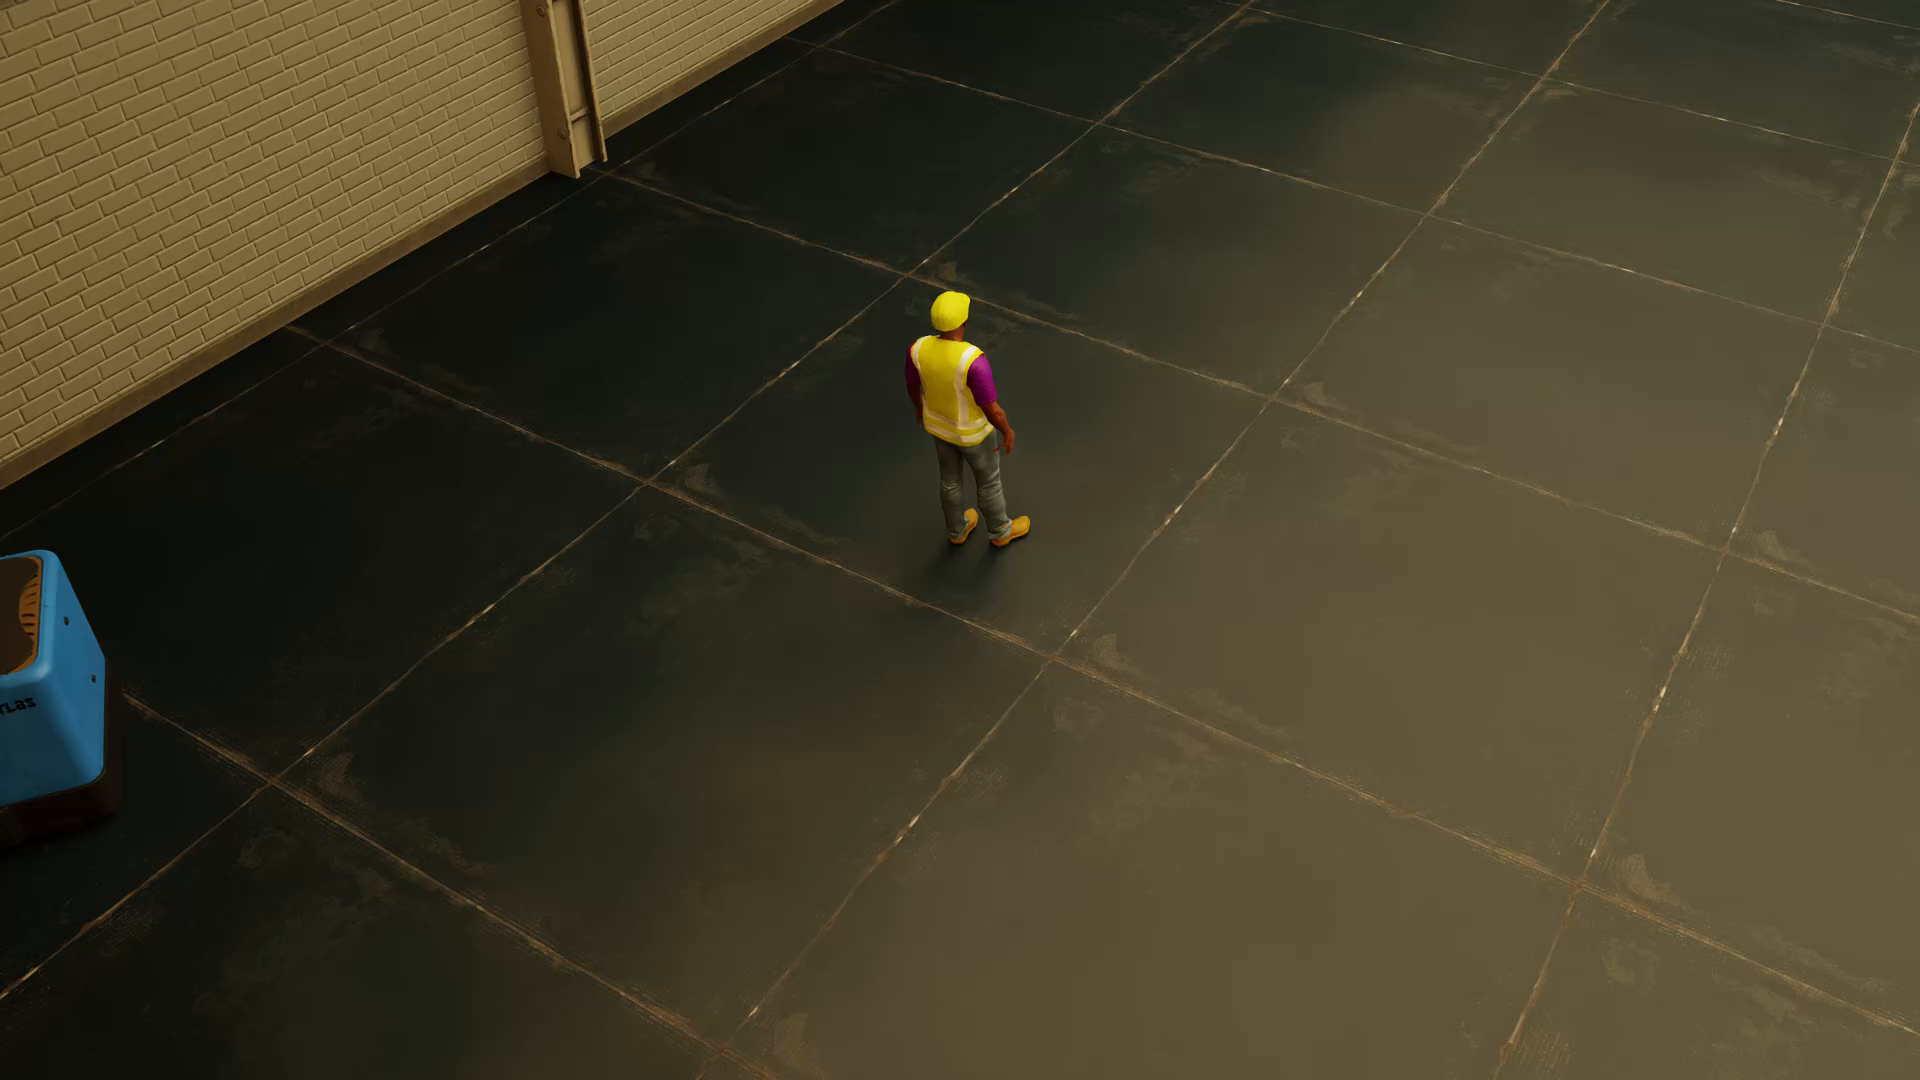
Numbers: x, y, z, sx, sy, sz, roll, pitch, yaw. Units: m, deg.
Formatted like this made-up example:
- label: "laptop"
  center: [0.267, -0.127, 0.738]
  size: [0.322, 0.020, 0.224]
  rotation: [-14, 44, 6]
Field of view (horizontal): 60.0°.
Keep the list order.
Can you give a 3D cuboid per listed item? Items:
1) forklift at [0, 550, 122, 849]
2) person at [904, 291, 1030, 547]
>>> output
- label: "forklift"
  center: [-5.879, 0.361, 7.541]
  size: [3.031, 2.935, 1.130]
  rotation: [-14, 42, -16]
- label: "person"
  center: [0.042, -0.715, 9.700]
  size: [0.665, 1.765, 0.577]
  rotation: [22, 45, 24]
